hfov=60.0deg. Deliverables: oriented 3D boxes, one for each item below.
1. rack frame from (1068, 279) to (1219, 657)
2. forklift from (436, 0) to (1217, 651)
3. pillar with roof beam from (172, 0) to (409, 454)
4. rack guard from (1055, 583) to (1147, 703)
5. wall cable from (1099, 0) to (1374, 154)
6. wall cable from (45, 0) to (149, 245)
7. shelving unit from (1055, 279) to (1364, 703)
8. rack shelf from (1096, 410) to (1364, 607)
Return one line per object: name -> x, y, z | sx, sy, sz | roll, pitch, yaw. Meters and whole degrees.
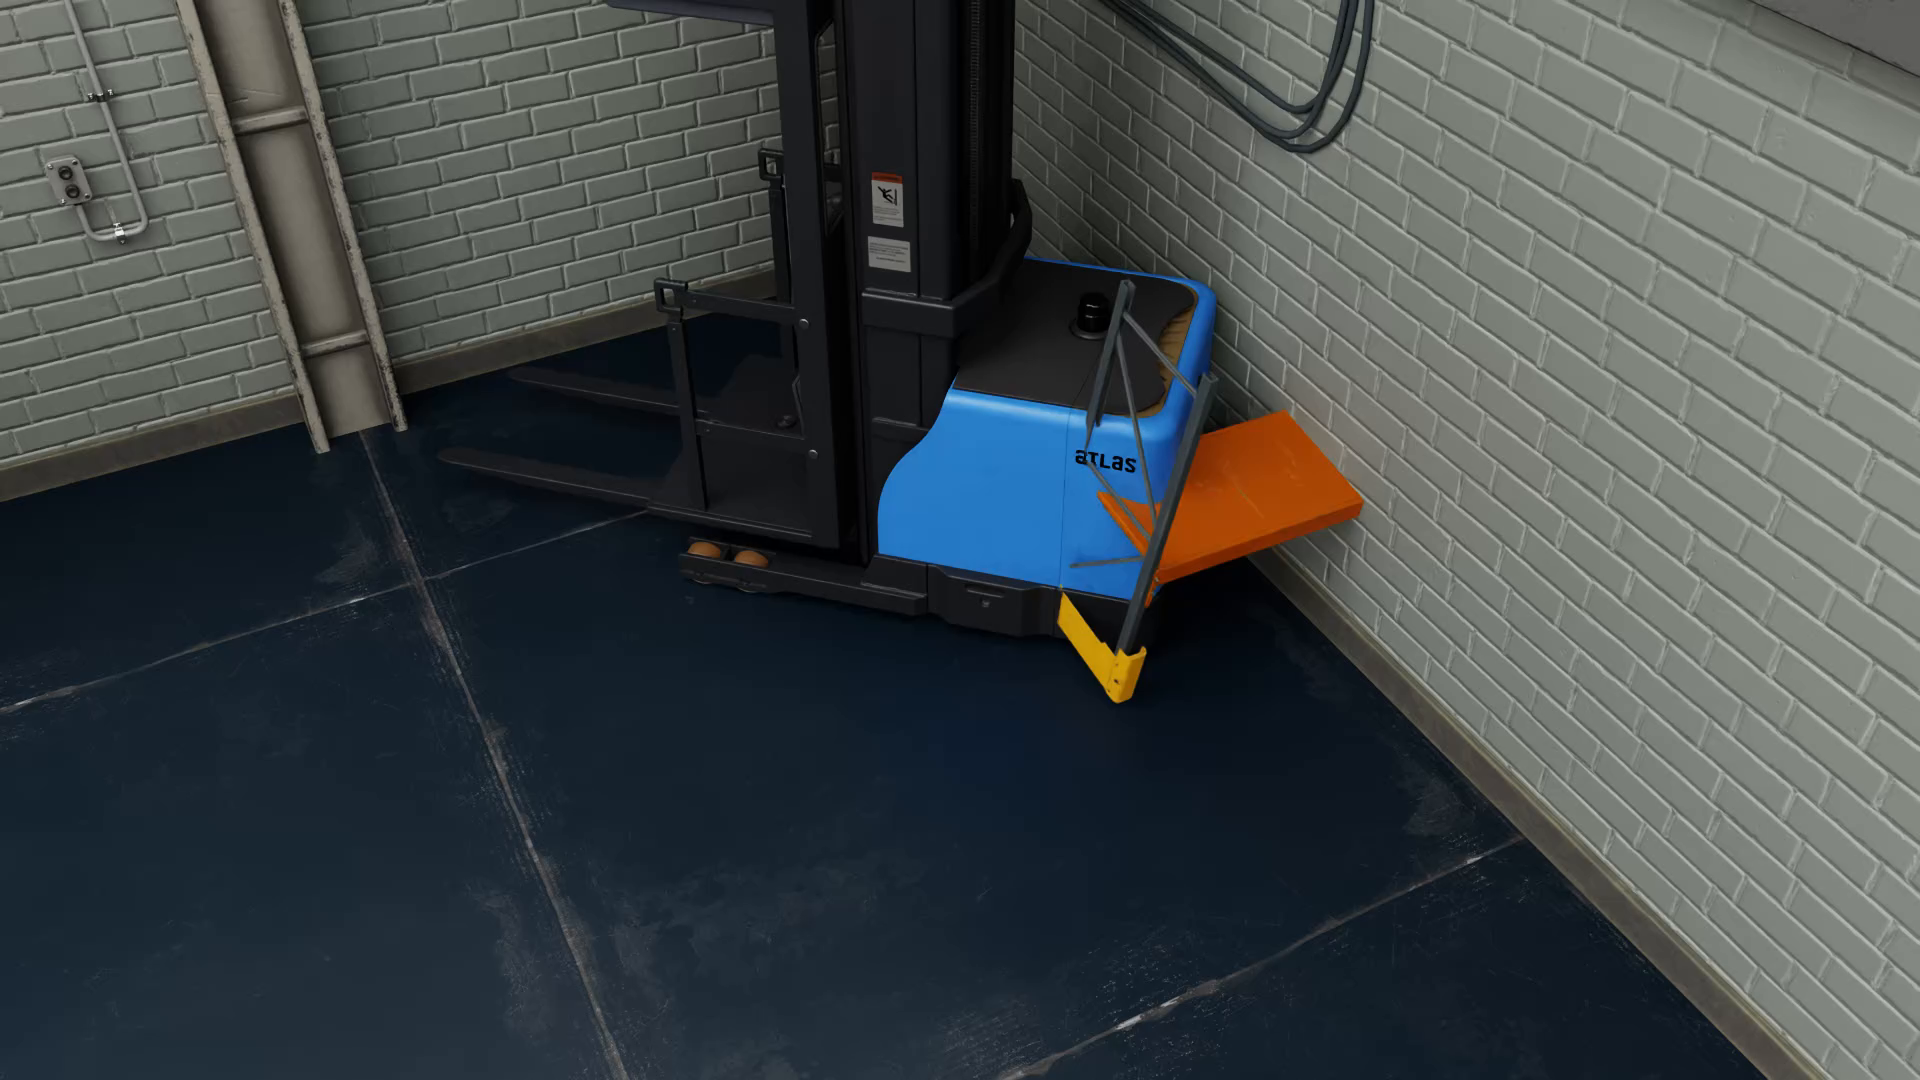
rack frame -> 0.531, -0.128, 5.562 | 0.032, 1.500, 0.500 | -17, 53, -24
forklift -> -0.600, -1.229, 5.933 | 3.031, 2.935, 1.130 | 10, 41, 12
pillar with roof beam -> -0.685, -1.487, 1.542 | 0.400, 9.000, 9.100 | -19, 44, -21
rack guard -> 0.466, 0.291, 6.022 | 0.087, 0.250, 0.587 | -17, 53, -24
wall cable -> 0.513, -2.951, 5.674 | 0.112, 2.526, 3.097 | -19, 44, -21
wall cable -> -3.970, -1.675, 5.620 | 1.851, 1.984, 0.084 | -19, 44, -21
shelving unit -> 0.981, -0.269, 5.776 | 1.083, 1.500, 0.587 | -17, 53, -24
rack shelf -> 0.949, -0.144, 5.903 | 1.000, 0.185, 0.538 | -17, 53, -24
